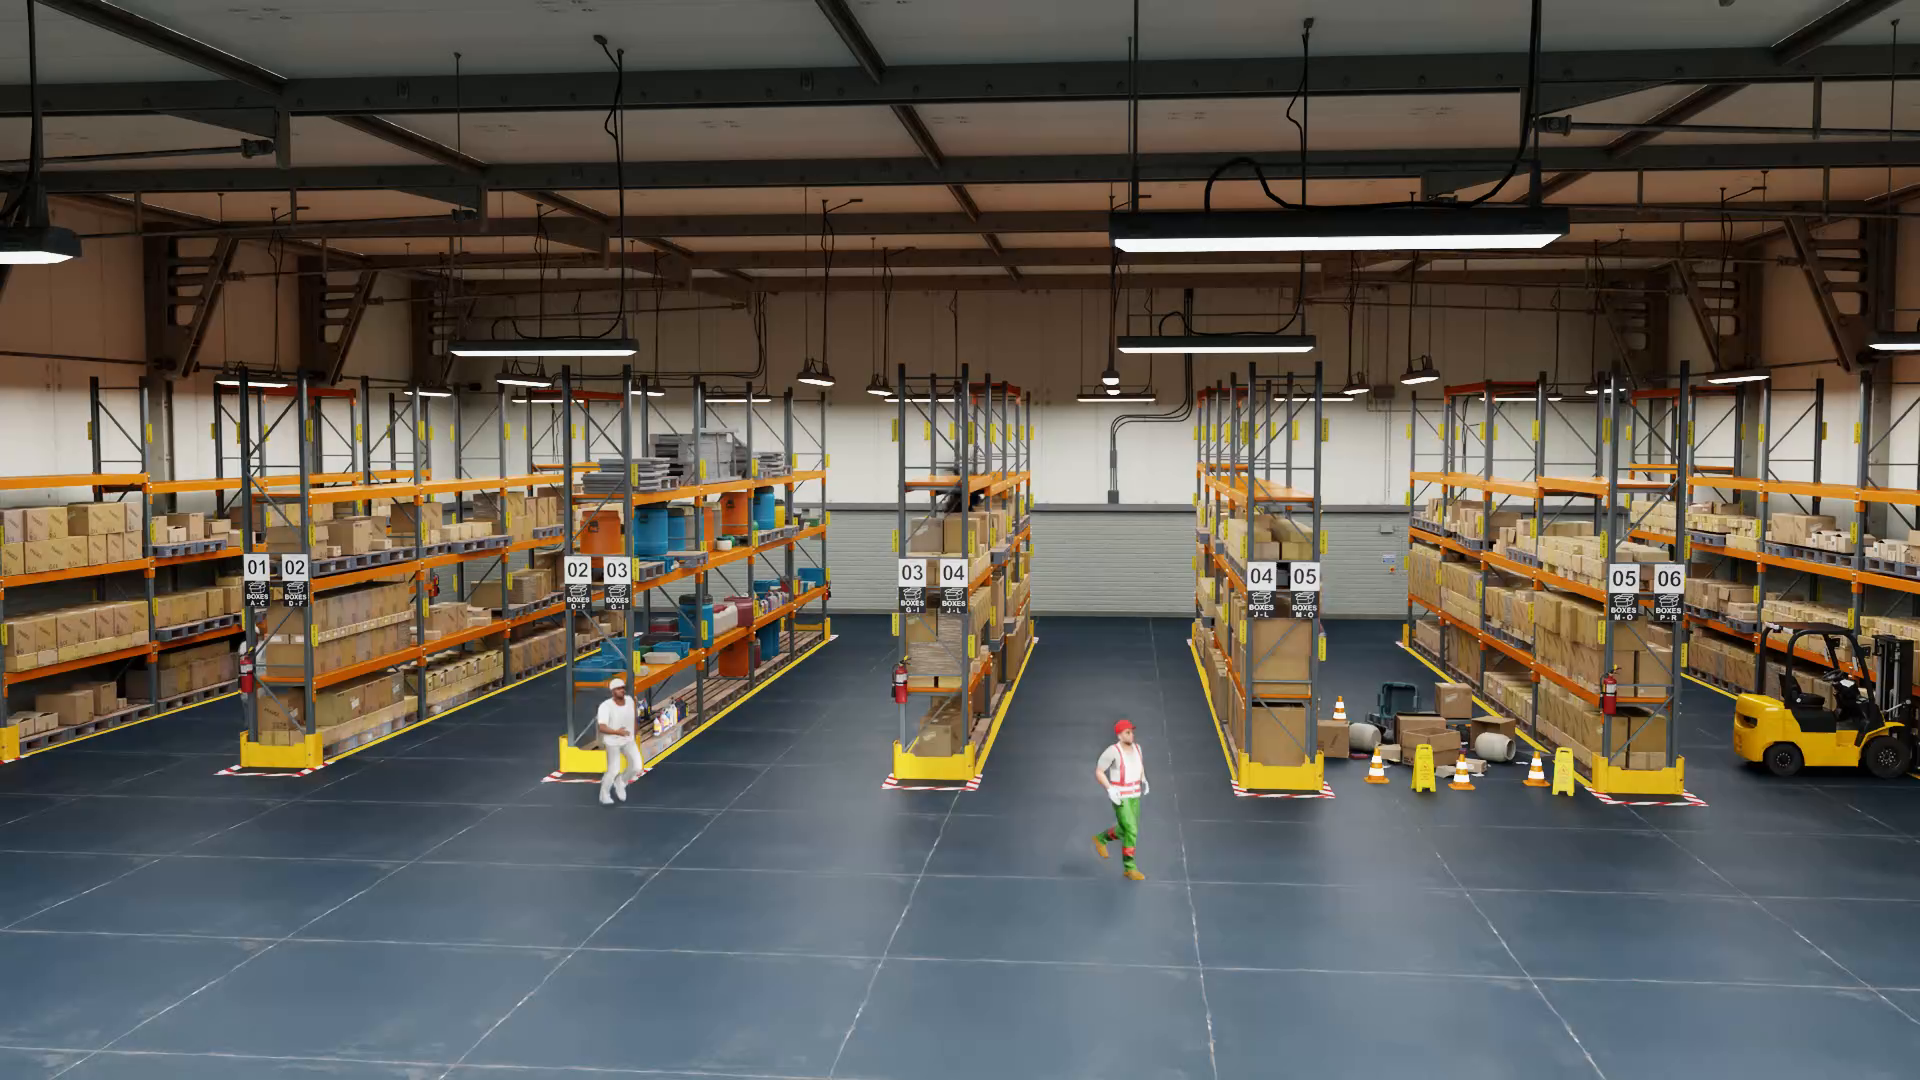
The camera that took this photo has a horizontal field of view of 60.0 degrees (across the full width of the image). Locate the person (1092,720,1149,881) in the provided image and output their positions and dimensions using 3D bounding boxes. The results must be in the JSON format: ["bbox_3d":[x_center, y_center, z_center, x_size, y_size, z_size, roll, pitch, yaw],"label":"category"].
[{"bbox_3d":[1.809,2.905,18.852,0.657,1.781,0.821,-3,5,-41],"label":"person"}]

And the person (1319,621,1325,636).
[{"bbox_3d":[8.521,1.587,40.440,0.737,1.731,0.546,1,4,9],"label":"person"}]

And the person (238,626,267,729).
[{"bbox_3d":[-11.904,2.321,28.028,0.655,1.758,0.650,0,4,-4],"label":"person"}]

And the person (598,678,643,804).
[{"bbox_3d":[-4.524,2.696,22.250,0.726,1.715,0.785,-3,5,-43],"label":"person"}]
